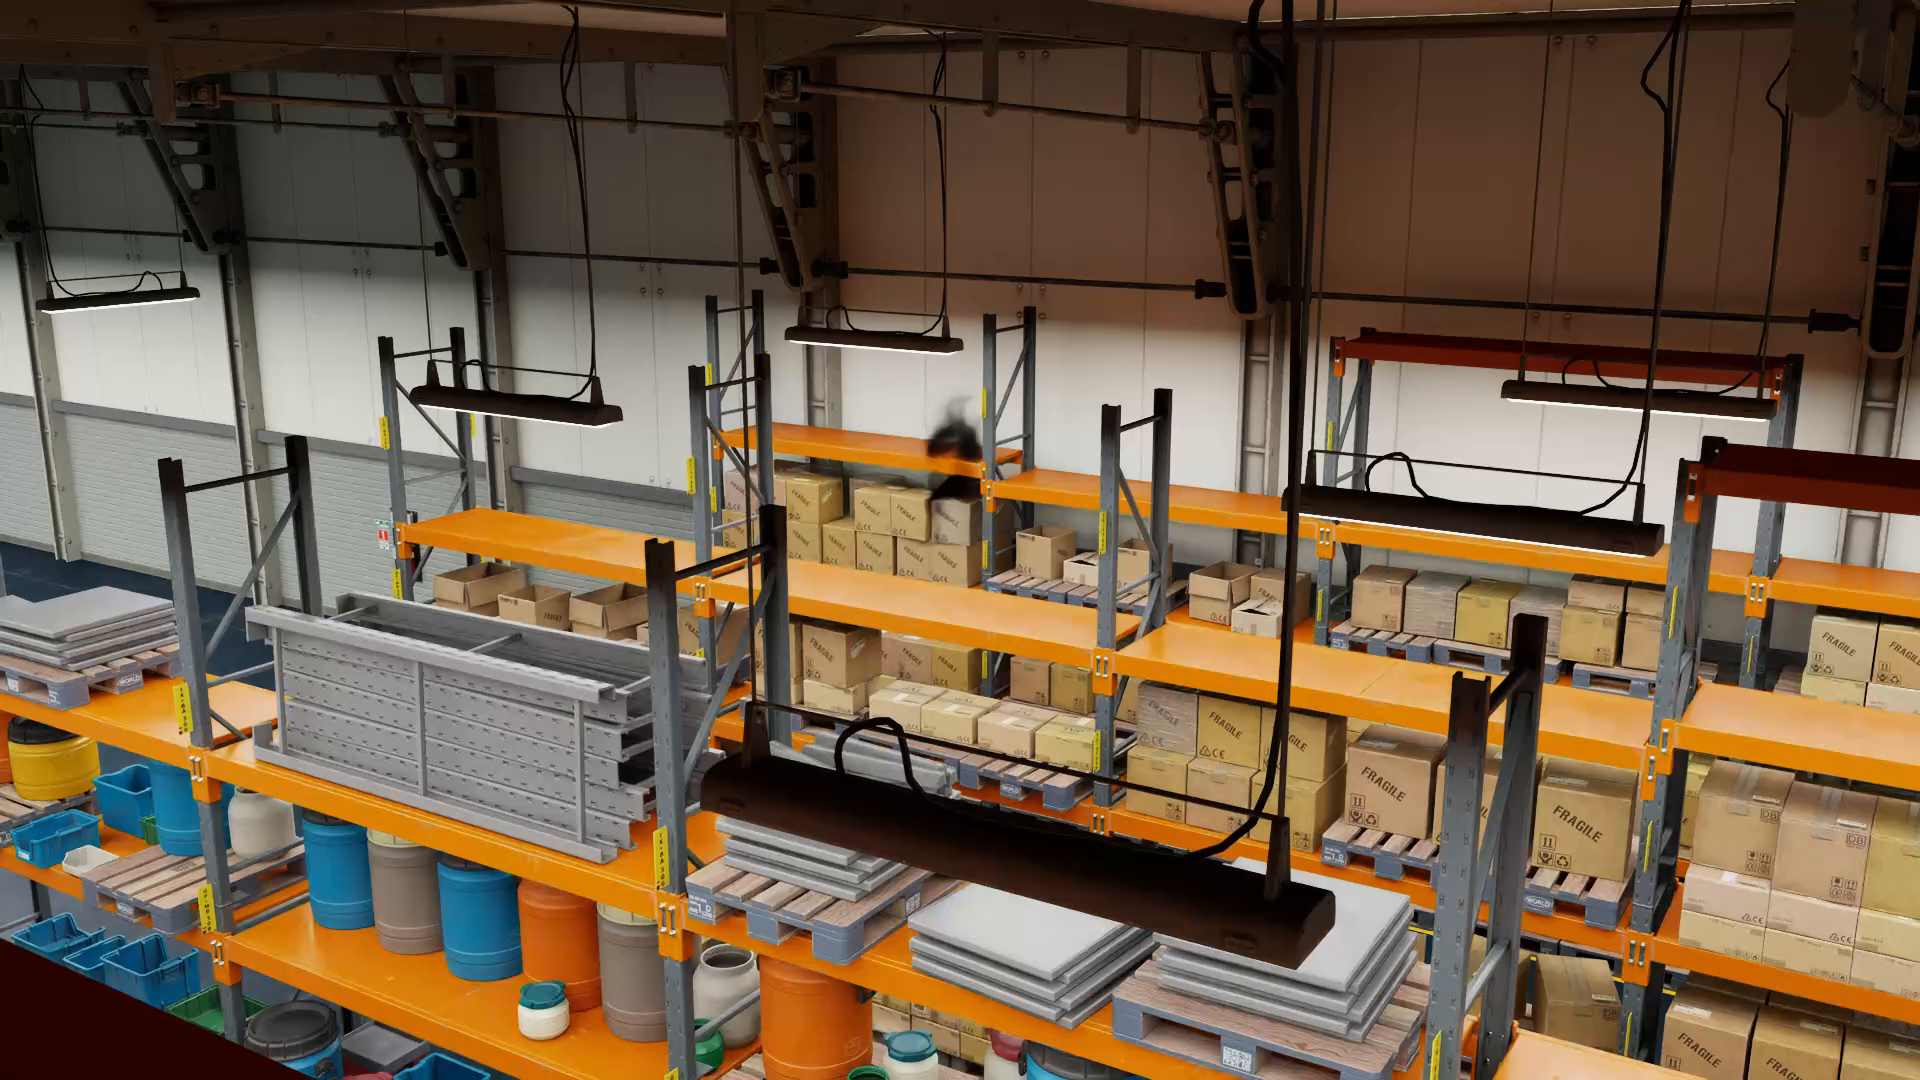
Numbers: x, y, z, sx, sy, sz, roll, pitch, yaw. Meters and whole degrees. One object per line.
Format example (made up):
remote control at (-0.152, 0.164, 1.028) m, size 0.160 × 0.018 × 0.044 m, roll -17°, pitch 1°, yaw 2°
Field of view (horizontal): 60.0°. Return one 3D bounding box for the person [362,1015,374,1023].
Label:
person at (-4.954, 3.878, 14.248) m, size 0.722 × 1.644 × 0.519 m, roll 3°, pitch 14°, yaw 12°
